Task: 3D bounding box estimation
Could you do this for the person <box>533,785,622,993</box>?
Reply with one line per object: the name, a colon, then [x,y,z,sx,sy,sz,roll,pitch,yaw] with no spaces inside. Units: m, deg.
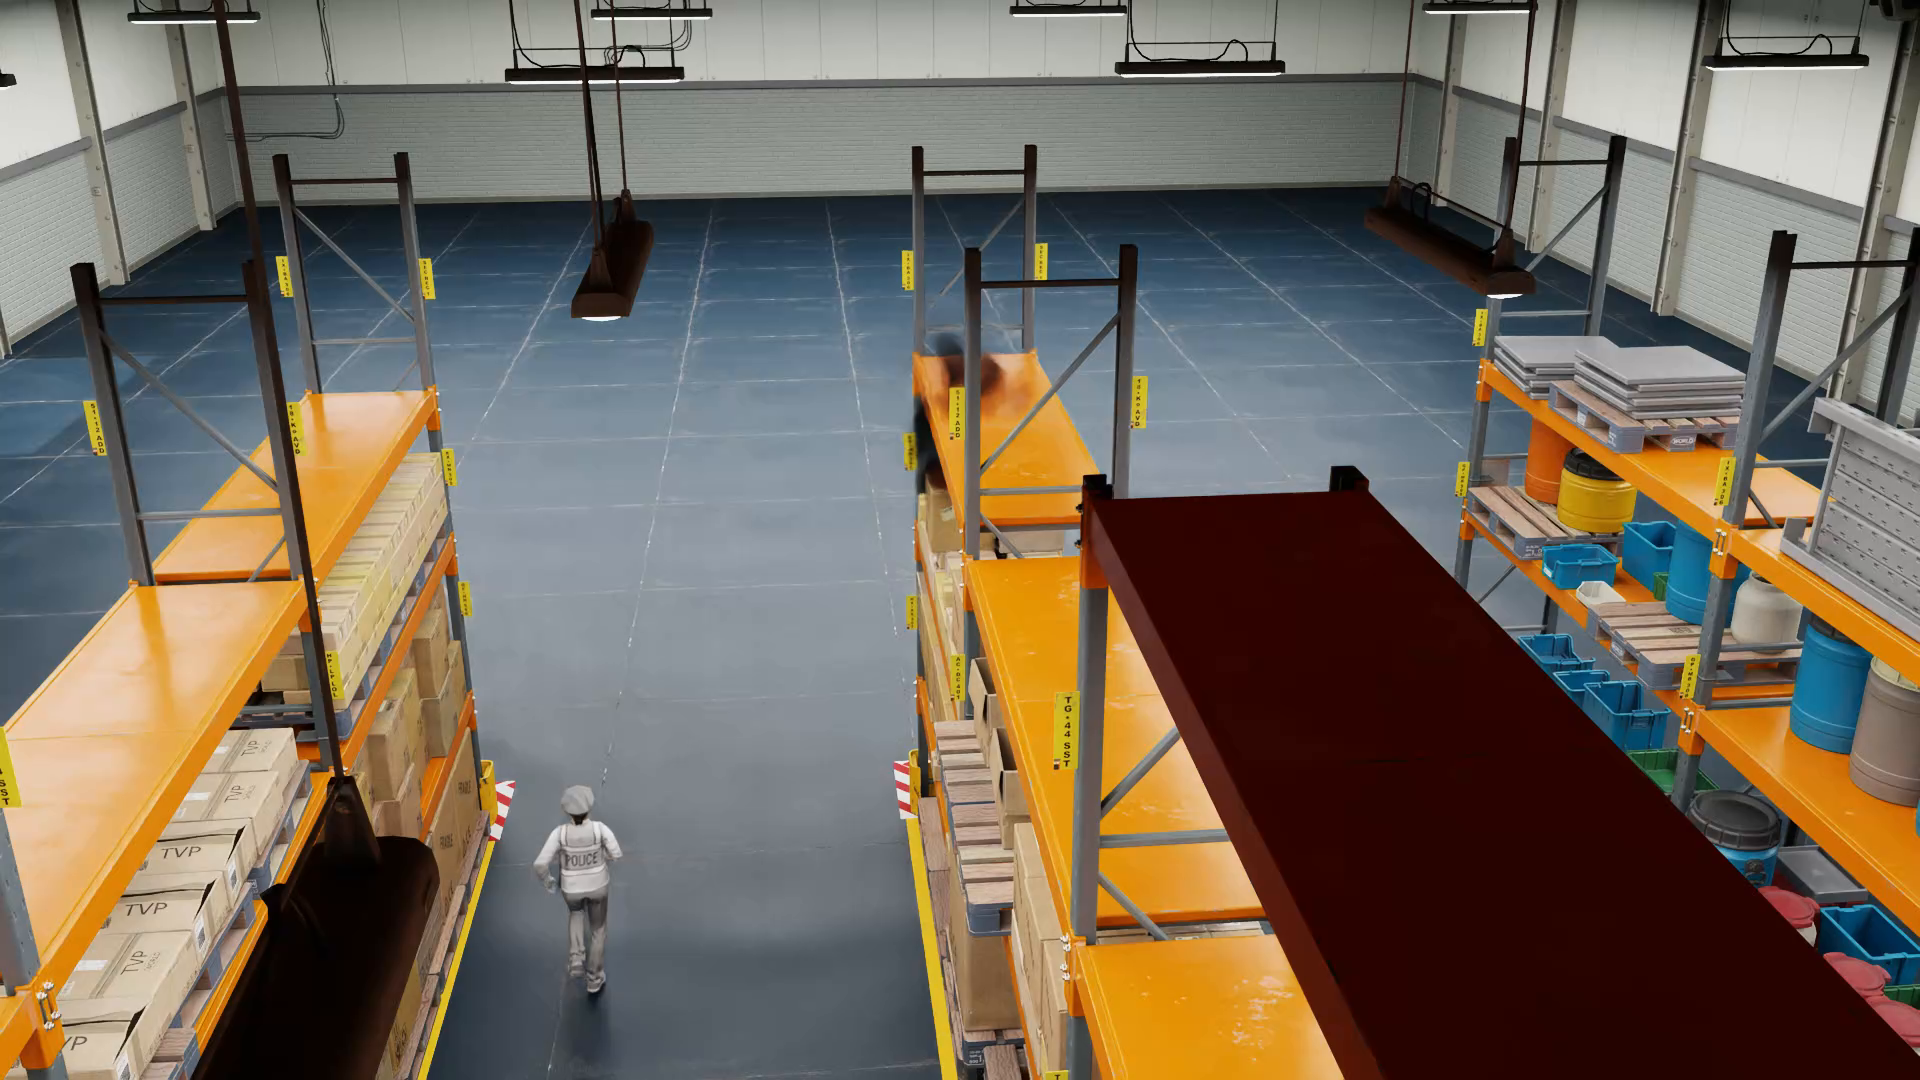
person: [-2.889,2.640,12.693,0.635,1.673,0.544,-3,22,-7]
